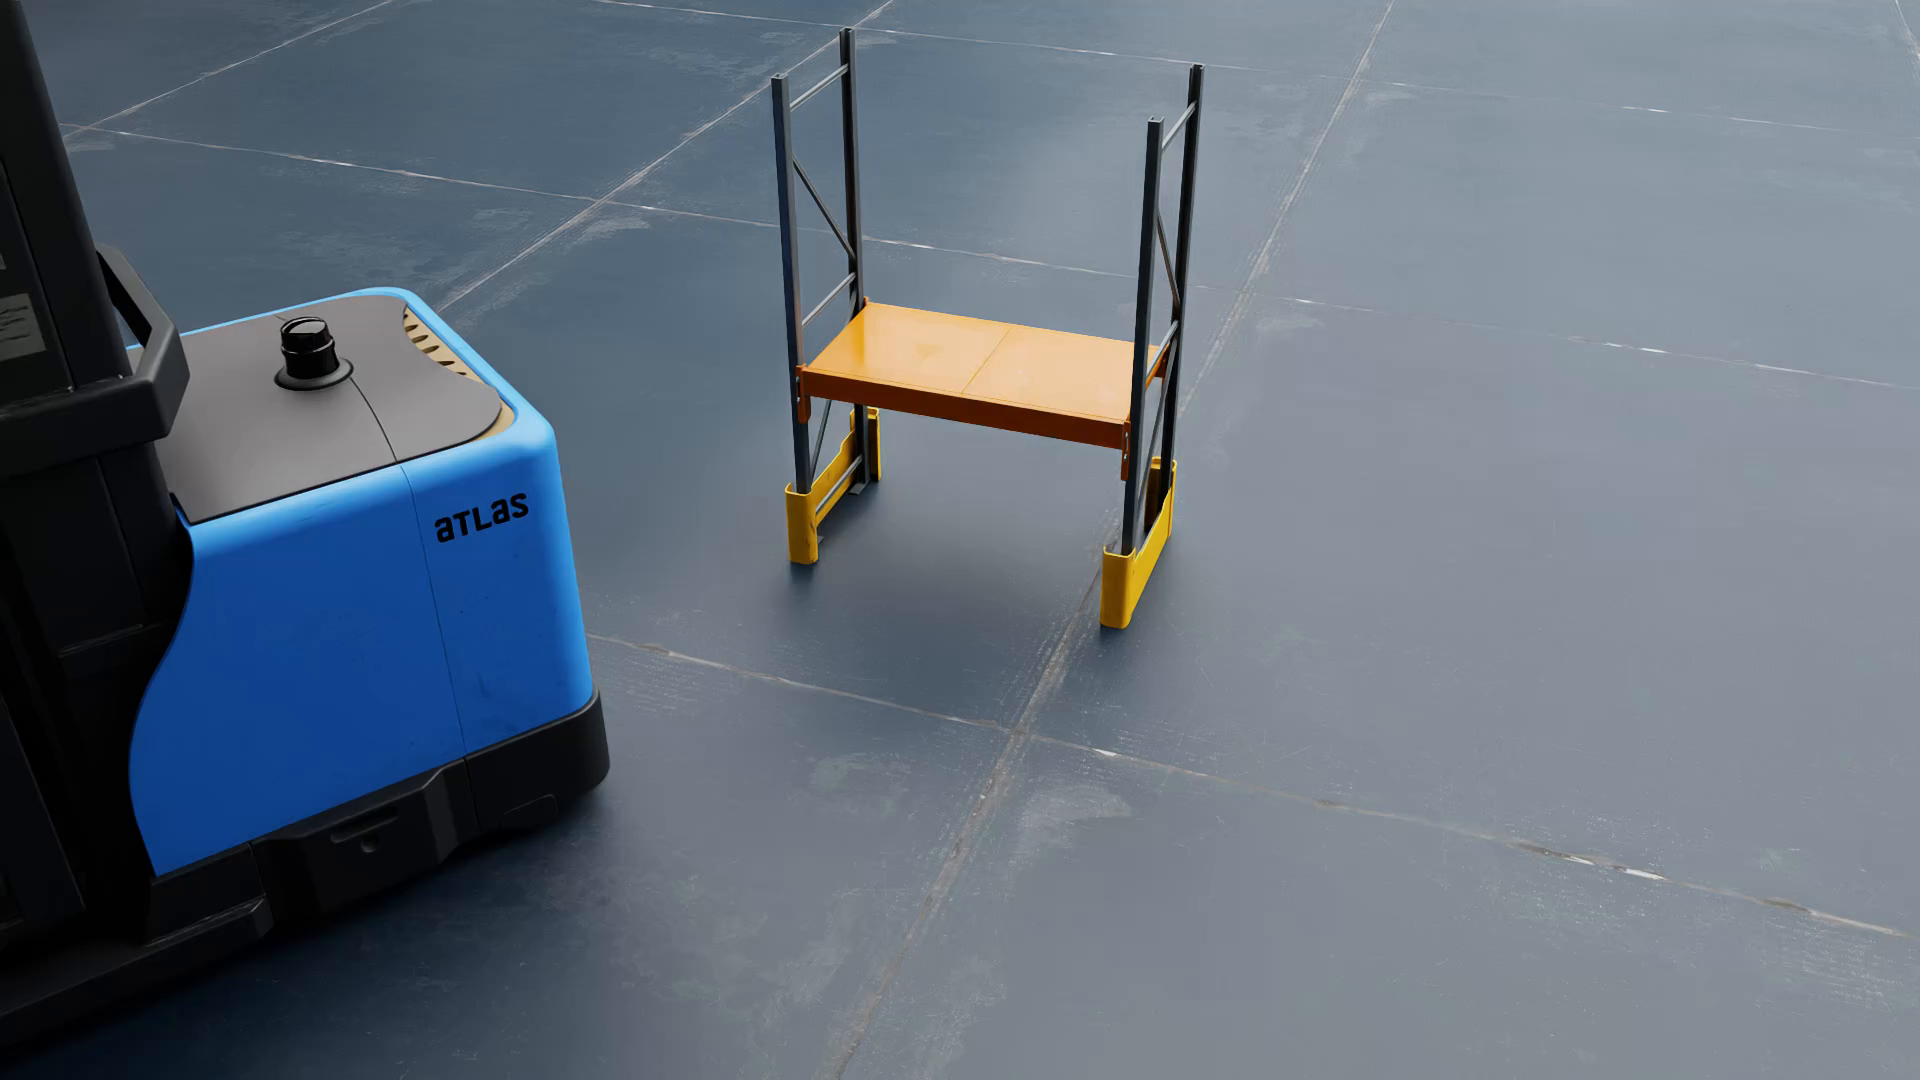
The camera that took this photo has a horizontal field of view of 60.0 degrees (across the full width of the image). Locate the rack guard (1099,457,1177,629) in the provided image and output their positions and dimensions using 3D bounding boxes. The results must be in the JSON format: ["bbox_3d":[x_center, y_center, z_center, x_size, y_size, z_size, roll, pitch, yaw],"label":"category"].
[{"bbox_3d":[0.541,0.000,5.019,0.087,0.250,0.587,11,34,16],"label":"rack guard"}]

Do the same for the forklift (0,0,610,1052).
[{"bbox_3d":[-2.385,-0.331,3.061,3.031,2.935,1.130,-21,38,-29],"label":"forklift"}]

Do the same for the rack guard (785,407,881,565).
[{"bbox_3d":[-0.397,-0.182,5.302,0.087,0.250,0.587,11,34,16],"label":"rack guard"}]

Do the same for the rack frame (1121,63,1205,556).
[{"bbox_3d":[0.559,-0.521,4.675,0.032,1.500,0.500,11,34,16],"label":"rack frame"}]

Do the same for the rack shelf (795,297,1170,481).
[{"bbox_3d":[0.080,-0.463,4.917,1.000,0.185,0.538,11,34,16],"label":"rack shelf"}]

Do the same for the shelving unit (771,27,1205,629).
[{"bbox_3d":[0.072,-0.616,4.822,1.083,1.500,0.587,11,34,16],"label":"shelving unit"}]

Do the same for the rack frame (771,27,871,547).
[{"bbox_3d":[-0.398,-0.708,4.963,0.032,1.500,0.500,11,34,16],"label":"rack frame"}]
